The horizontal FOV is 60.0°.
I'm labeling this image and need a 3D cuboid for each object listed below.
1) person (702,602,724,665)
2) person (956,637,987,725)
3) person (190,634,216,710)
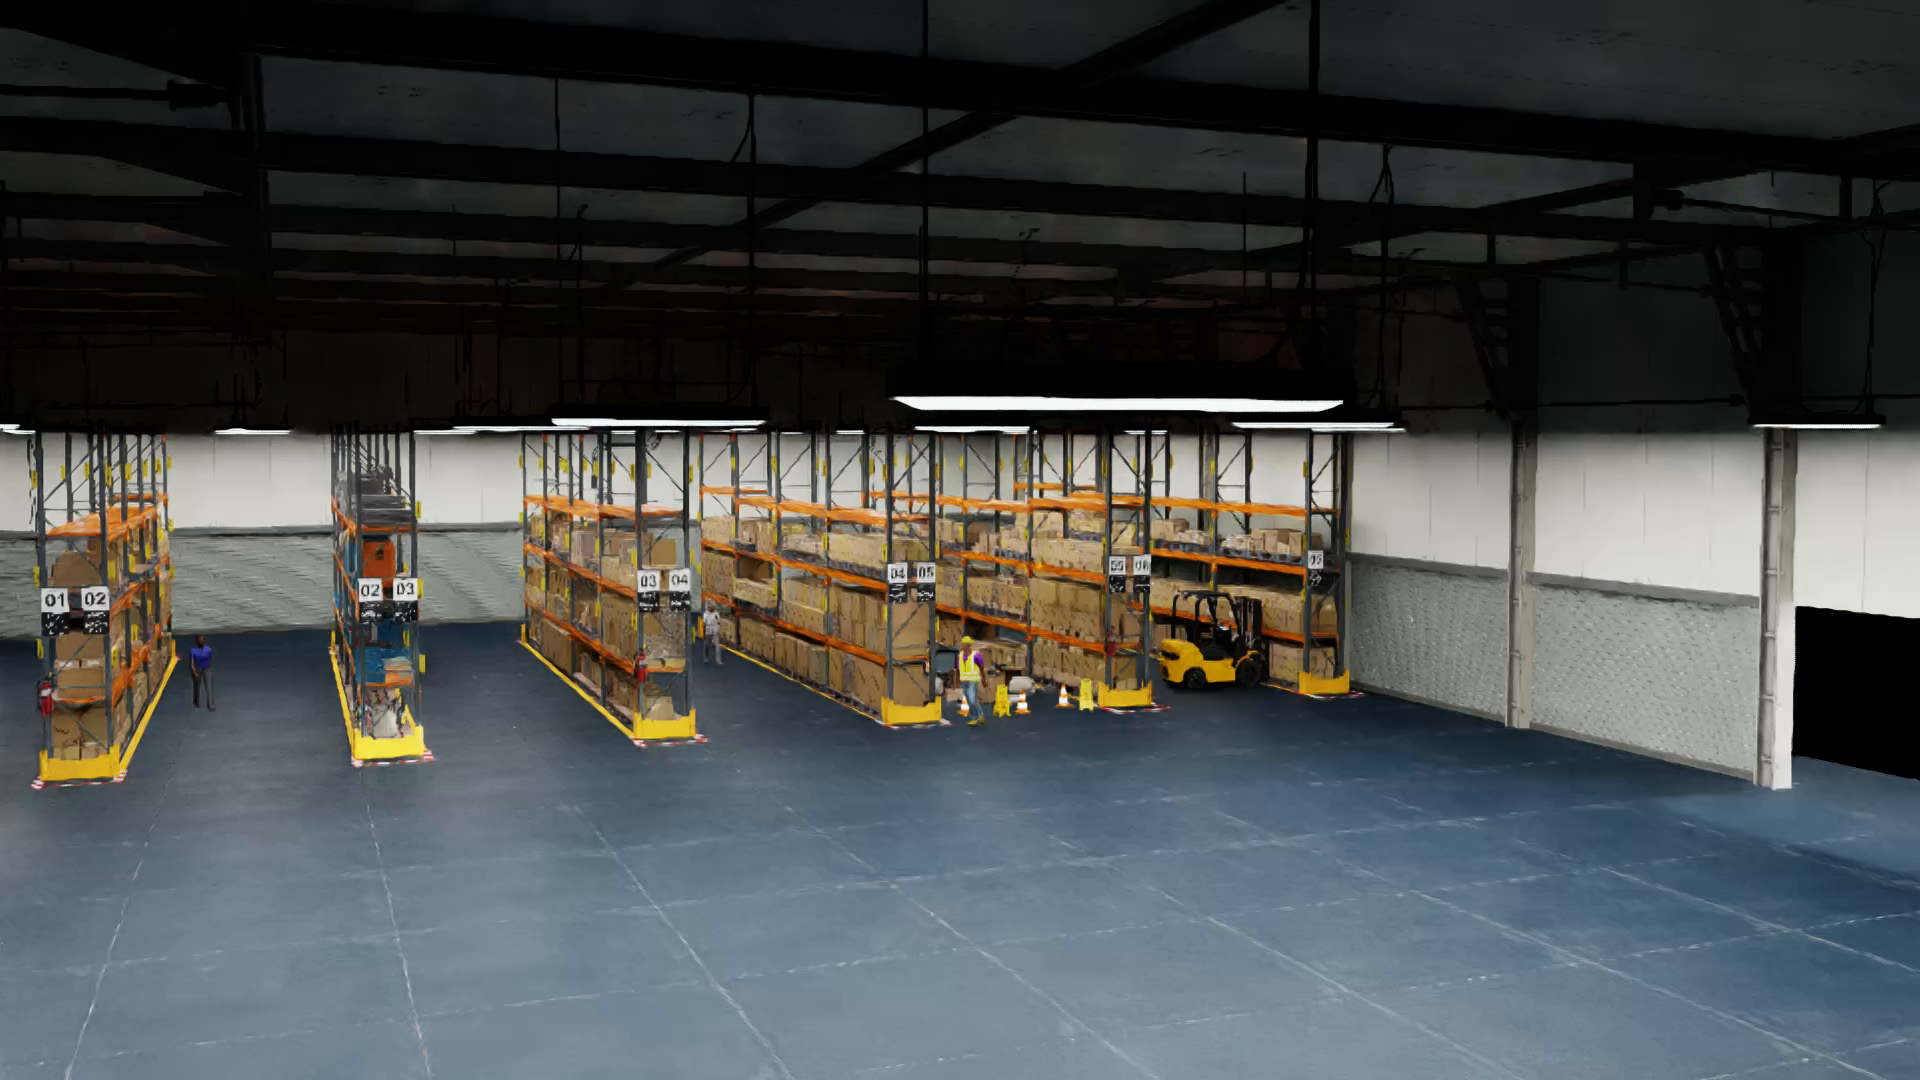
[{"bbox_3d":[-6.210,2.315,41.562,0.456,1.589,1.071,-1,4,-20],"label":"person"},{"bbox_3d":[0.210,2.781,32.836,0.678,1.755,0.453,2,4,33],"label":"person"},{"bbox_3d":[-15.820,2.746,34.674,0.443,1.587,0.996,-2,4,-30],"label":"person"}]
